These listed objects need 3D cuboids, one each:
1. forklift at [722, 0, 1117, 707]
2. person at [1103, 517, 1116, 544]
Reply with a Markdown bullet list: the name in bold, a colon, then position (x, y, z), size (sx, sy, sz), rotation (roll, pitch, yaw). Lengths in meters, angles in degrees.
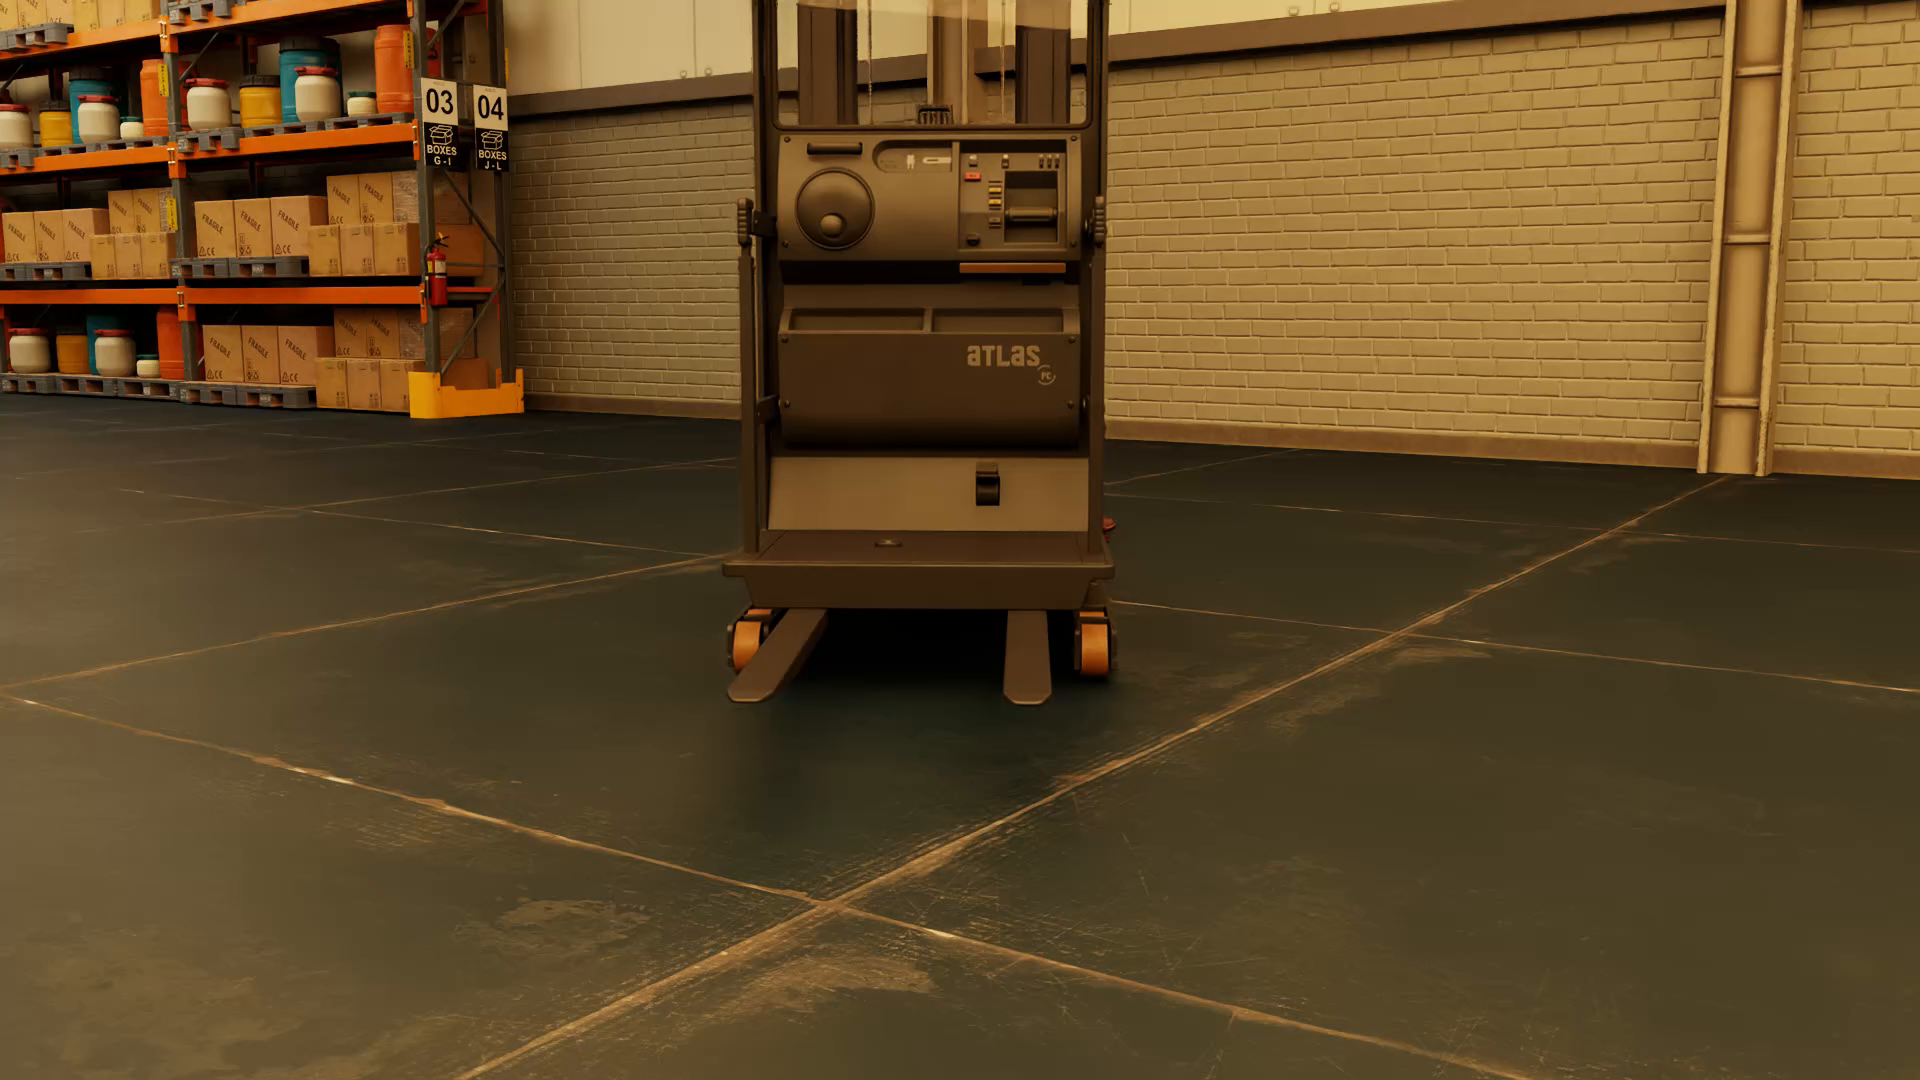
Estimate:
- **forklift**: position (-0.099, -1.095, 4.895), size (1.130, 2.935, 3.031), rotation (0, 8, 2)
- **person**: position (0.364, -0.709, 7.606), size (0.791, 1.420, 0.826), rotation (-5, 10, -32)
